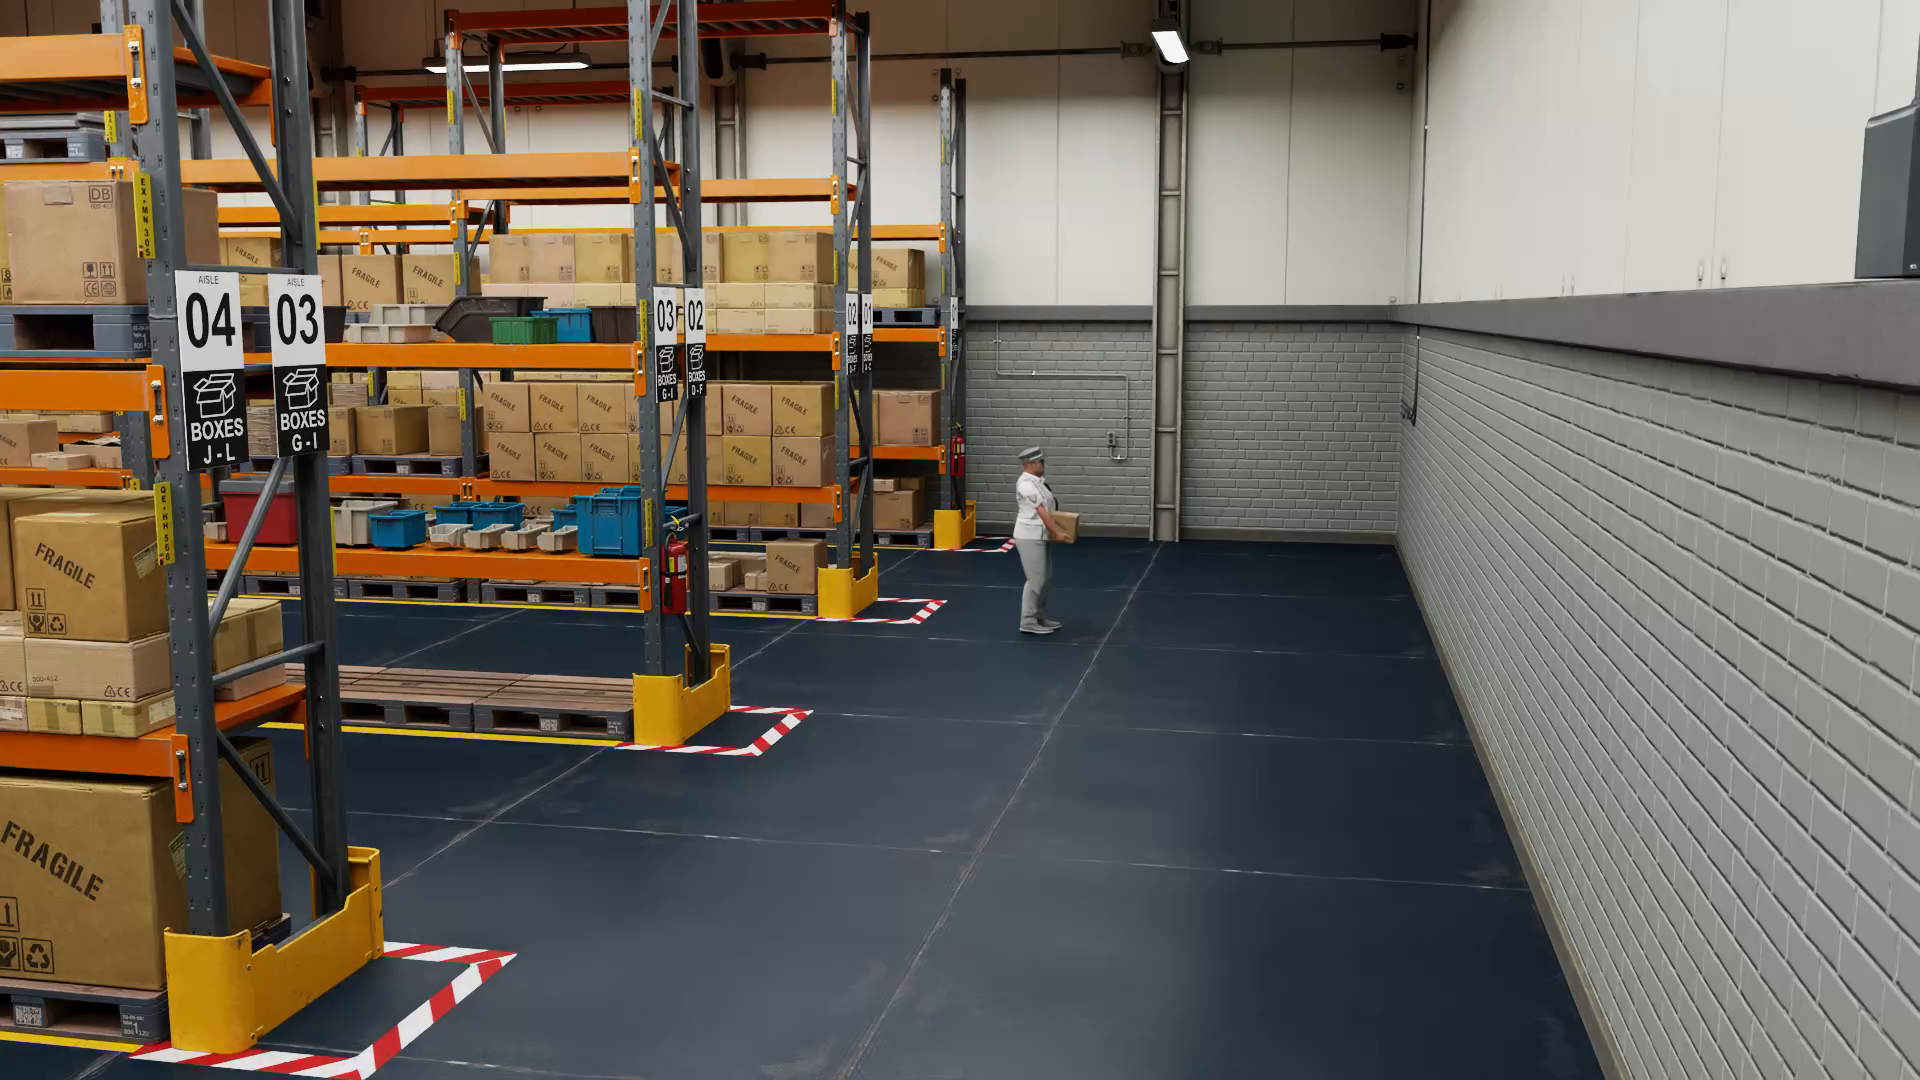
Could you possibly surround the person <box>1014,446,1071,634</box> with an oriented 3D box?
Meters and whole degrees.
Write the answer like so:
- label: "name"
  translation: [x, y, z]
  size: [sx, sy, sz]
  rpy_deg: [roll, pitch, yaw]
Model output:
- label: "person"
  translation: [0.801, -0.011, 15.814]
  size: [0.566, 1.771, 0.490]
  rpy_deg: [2, 8, 12]
